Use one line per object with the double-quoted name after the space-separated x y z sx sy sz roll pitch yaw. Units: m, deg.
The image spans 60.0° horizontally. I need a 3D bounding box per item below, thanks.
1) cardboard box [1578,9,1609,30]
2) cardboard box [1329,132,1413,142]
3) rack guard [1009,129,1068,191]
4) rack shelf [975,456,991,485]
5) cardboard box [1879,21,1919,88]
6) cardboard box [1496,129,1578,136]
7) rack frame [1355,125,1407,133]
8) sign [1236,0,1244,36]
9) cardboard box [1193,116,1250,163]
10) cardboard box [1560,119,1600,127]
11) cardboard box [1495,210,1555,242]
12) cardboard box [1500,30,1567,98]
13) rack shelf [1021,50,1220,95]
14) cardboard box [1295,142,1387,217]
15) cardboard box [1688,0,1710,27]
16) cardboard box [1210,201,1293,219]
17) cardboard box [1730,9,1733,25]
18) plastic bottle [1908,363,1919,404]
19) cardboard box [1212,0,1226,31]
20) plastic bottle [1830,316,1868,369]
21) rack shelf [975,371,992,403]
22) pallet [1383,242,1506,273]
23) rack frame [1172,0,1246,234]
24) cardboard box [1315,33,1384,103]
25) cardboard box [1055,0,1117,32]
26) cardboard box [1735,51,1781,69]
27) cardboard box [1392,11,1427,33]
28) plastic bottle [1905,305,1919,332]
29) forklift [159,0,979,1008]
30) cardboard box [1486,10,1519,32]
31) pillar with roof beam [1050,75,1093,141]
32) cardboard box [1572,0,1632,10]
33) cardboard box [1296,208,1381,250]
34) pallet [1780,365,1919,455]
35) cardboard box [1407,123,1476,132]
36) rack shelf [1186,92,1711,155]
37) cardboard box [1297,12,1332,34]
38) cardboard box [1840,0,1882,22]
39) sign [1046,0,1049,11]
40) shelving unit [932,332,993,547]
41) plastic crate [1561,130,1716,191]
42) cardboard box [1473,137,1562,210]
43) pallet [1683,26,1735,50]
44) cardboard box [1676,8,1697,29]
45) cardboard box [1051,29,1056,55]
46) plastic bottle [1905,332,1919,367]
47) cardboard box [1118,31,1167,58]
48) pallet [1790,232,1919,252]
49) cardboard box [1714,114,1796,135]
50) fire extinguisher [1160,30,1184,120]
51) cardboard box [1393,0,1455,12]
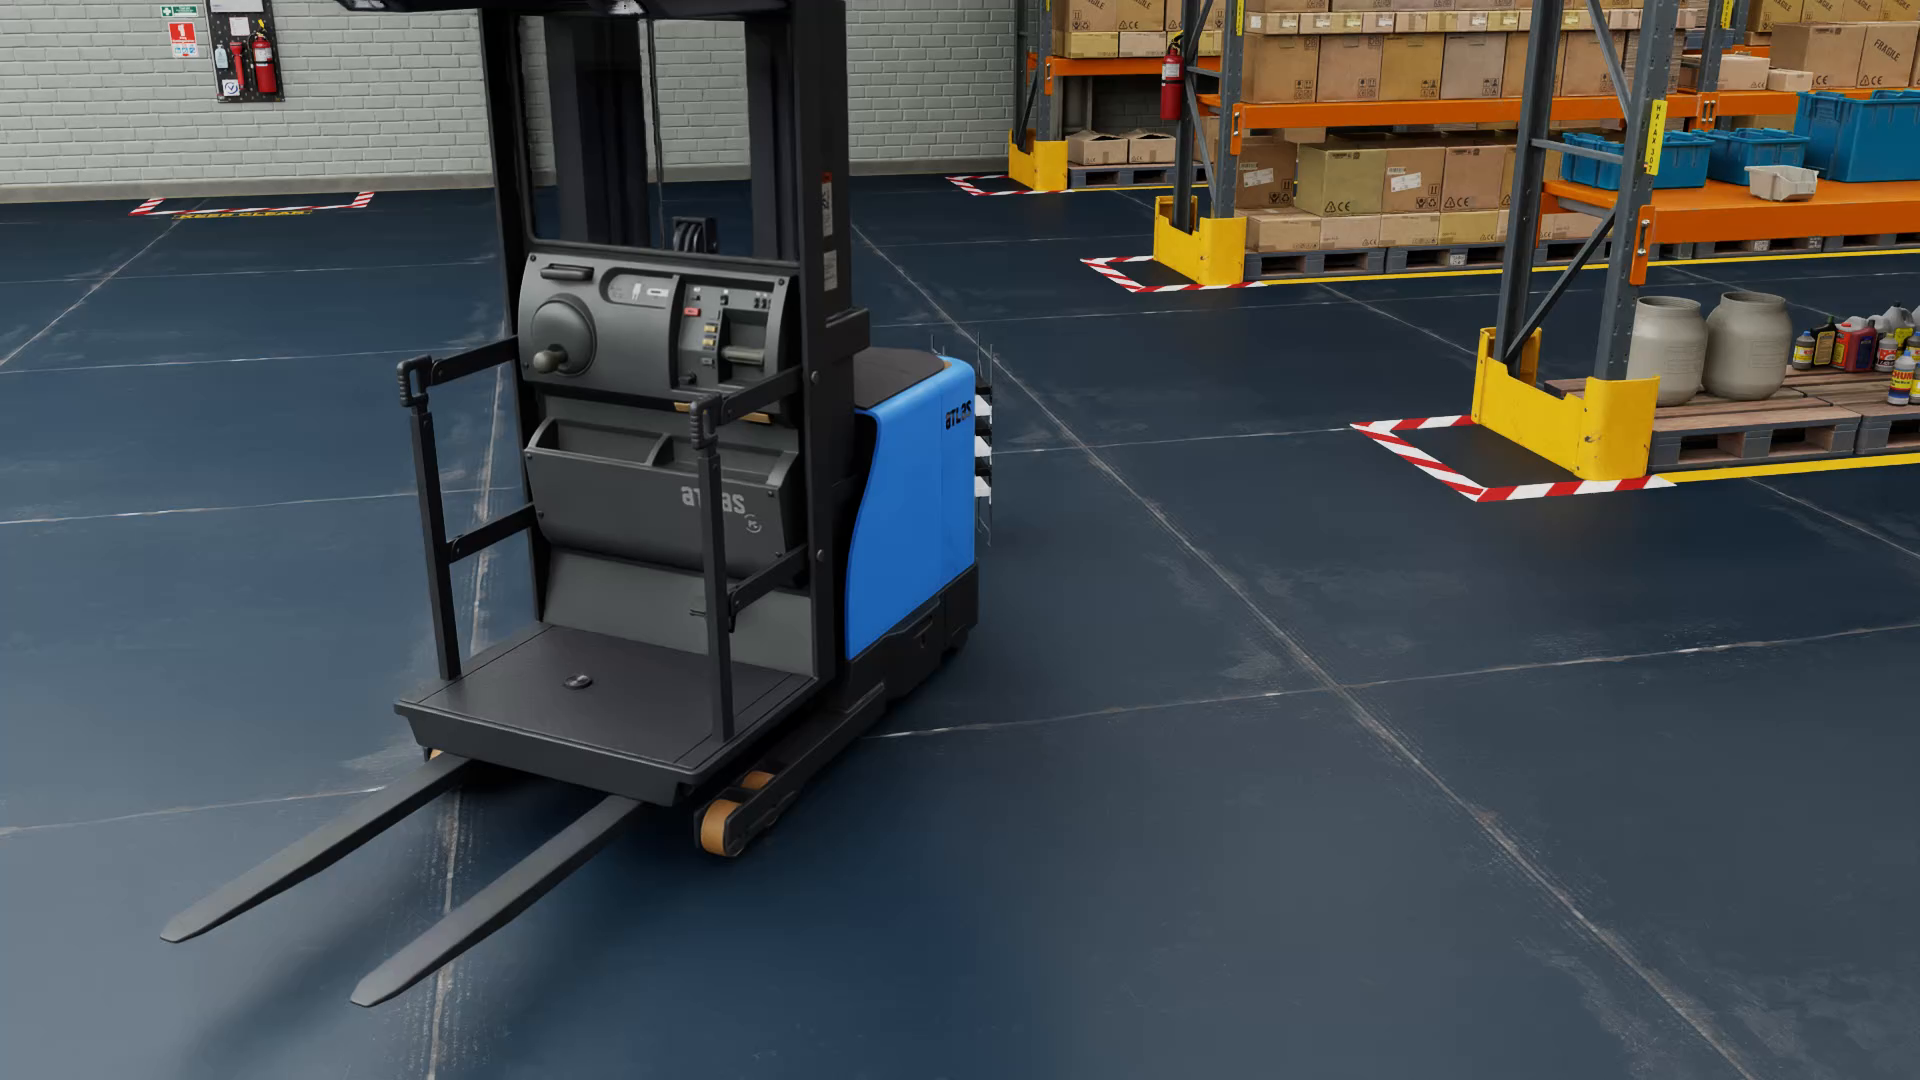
4.815 -4.048 12.917 0.250 0.149 0.380 -5 21 -13 "cardboard box"
3.312 -3.019 13.493 0.500 0.500 0.500 -5 21 -12 "cardboard box"
0.819 -4.025 17.576 0.348 0.500 1.175 -5 21 -12 "rack guard"
0.008 -0.307 7.204 0.200 0.077 0.258 -5 21 -12 "rack shelf"
8.045 -4.077 13.938 0.500 0.500 0.500 -6 21 -15 "cardboard box"
4.773 -3.136 13.810 0.500 0.500 0.500 -5 21 -12 "cardboard box"
4.638 -5.509 17.994 0.127 3.000 1.000 -5 21 -12 "rack frame"
2.010 -3.792 11.933 0.005 0.325 0.100 -5 21 -12 "sign"
2.719 -4.337 17.787 0.500 0.500 0.700 -6 21 -16 "cardboard box"
6.837 -4.734 18.871 0.500 0.500 0.700 -5 21 -13 "cardboard box"
4.408 -2.567 13.348 0.500 0.250 0.500 -5 21 -12 "cardboard box"
4.350 -3.779 13.125 0.500 0.500 0.700 -4 21 -12 "cardboard box"
2.691 -5.013 17.685 4.000 0.370 1.077 -5 21 -12 "rack shelf"
2.948 -2.801 12.898 0.500 0.500 0.500 -5 21 -12 "cardboard box"
8.075 -6.039 18.655 0.500 0.500 0.700 -7 21 -19 "cardboard box"
2.342 -2.582 13.390 0.500 0.250 0.500 -5 21 -12 "cardboard box"
8.929 -6.148 19.129 0.500 0.500 0.500 -5 21 -12 "cardboard box"
4.962 -0.817 8.612 0.097 0.201 0.097 0 20 0 "plastic bottle"
2.766 -5.541 17.177 0.500 0.500 0.500 -4 20 -11 "cardboard box"
4.963 -1.107 9.296 0.135 0.276 0.152 -4 21 -12 "plastic bottle"
0.008 -0.645 7.080 0.200 0.077 0.258 -5 21 -12 "rack shelf"
3.808 -2.396 13.547 1.213 0.211 1.003 -5 21 -12 "pallet"
1.889 -3.535 12.604 0.127 3.000 1.000 -5 21 -12 "rack frame"
2.856 -3.658 12.794 0.500 0.500 0.700 -4 21 -11 "cardboard box"
1.279 -5.421 16.851 0.500 0.500 0.500 -5 21 -12 "cardboard box"
6.595 -3.920 13.849 0.258 0.266 0.396 -5 21 -14 "cardboard box"
3.324 -3.928 12.588 0.250 0.149 0.380 -5 21 -14 "cardboard box"
5.439 -1.182 9.393 0.185 0.351 0.144 -5 21 -13 "plastic bottle"
-1.009 -0.628 4.769 1.130 2.935 3.031 9 22 23 "forklift"
4.072 -3.988 12.752 0.250 0.149 0.380 -4 20 -11 "cardboard box"
2.218 -6.914 13.106 0.400 9.000 9.100 -5 21 -12 "pillar with roof beam"
4.859 -4.430 13.016 0.500 0.500 0.700 -5 21 -13 "cardboard box"
2.947 -2.450 13.028 0.500 0.250 0.500 -5 21 -12 "cardboard box"
5.065 -0.747 9.047 1.213 0.211 1.003 -5 21 -12 "pallet"
5.350 -4.606 18.522 0.500 0.500 0.700 -4 20 -11 "cardboard box"
3.835 -3.355 13.160 4.000 0.370 1.077 -5 21 -12 "rack shelf"
2.576 -3.867 12.423 0.250 0.149 0.380 -5 21 -14 "cardboard box"
10.057 -6.052 18.868 0.500 0.500 0.500 -5 21 -13 "cardboard box"
0.870 -5.418 16.485 0.005 0.325 0.100 -5 21 -12 "sign"
0.008 -0.423 7.162 0.210 0.900 0.258 -5 21 -12 "shelving unit"
3.443 -1.947 8.484 0.616 0.251 0.499 -5 21 -12 "plastic crate"
4.405 -2.923 13.231 0.500 0.500 0.500 -5 21 -12 "cardboard box"
7.861 -5.644 18.640 1.003 0.211 1.213 -5 21 -12 "pallet"
5.566 -4.110 13.085 0.250 0.149 0.380 -5 21 -13 "cardboard box"
1.155 -5.234 17.430 0.500 0.250 0.500 -4 21 -12 "cardboard box"
5.328 -1.061 9.278 0.097 0.201 0.097 0 20 0 "plastic bottle"
1.795 -5.110 17.092 0.500 0.250 0.500 -5 21 -14 "cardboard box"
7.679 -2.711 14.409 1.213 0.211 1.003 -5 21 -12 "pallet"
9.276 -5.028 19.195 0.750 0.750 0.750 -5 21 -13 "cardboard box"
1.667 -3.645 13.016 0.183 0.674 0.296 -5 21 -12 "fire extinguisher"
3.398 -4.312 12.692 0.500 0.500 0.700 -5 21 -12 "cardboard box"
